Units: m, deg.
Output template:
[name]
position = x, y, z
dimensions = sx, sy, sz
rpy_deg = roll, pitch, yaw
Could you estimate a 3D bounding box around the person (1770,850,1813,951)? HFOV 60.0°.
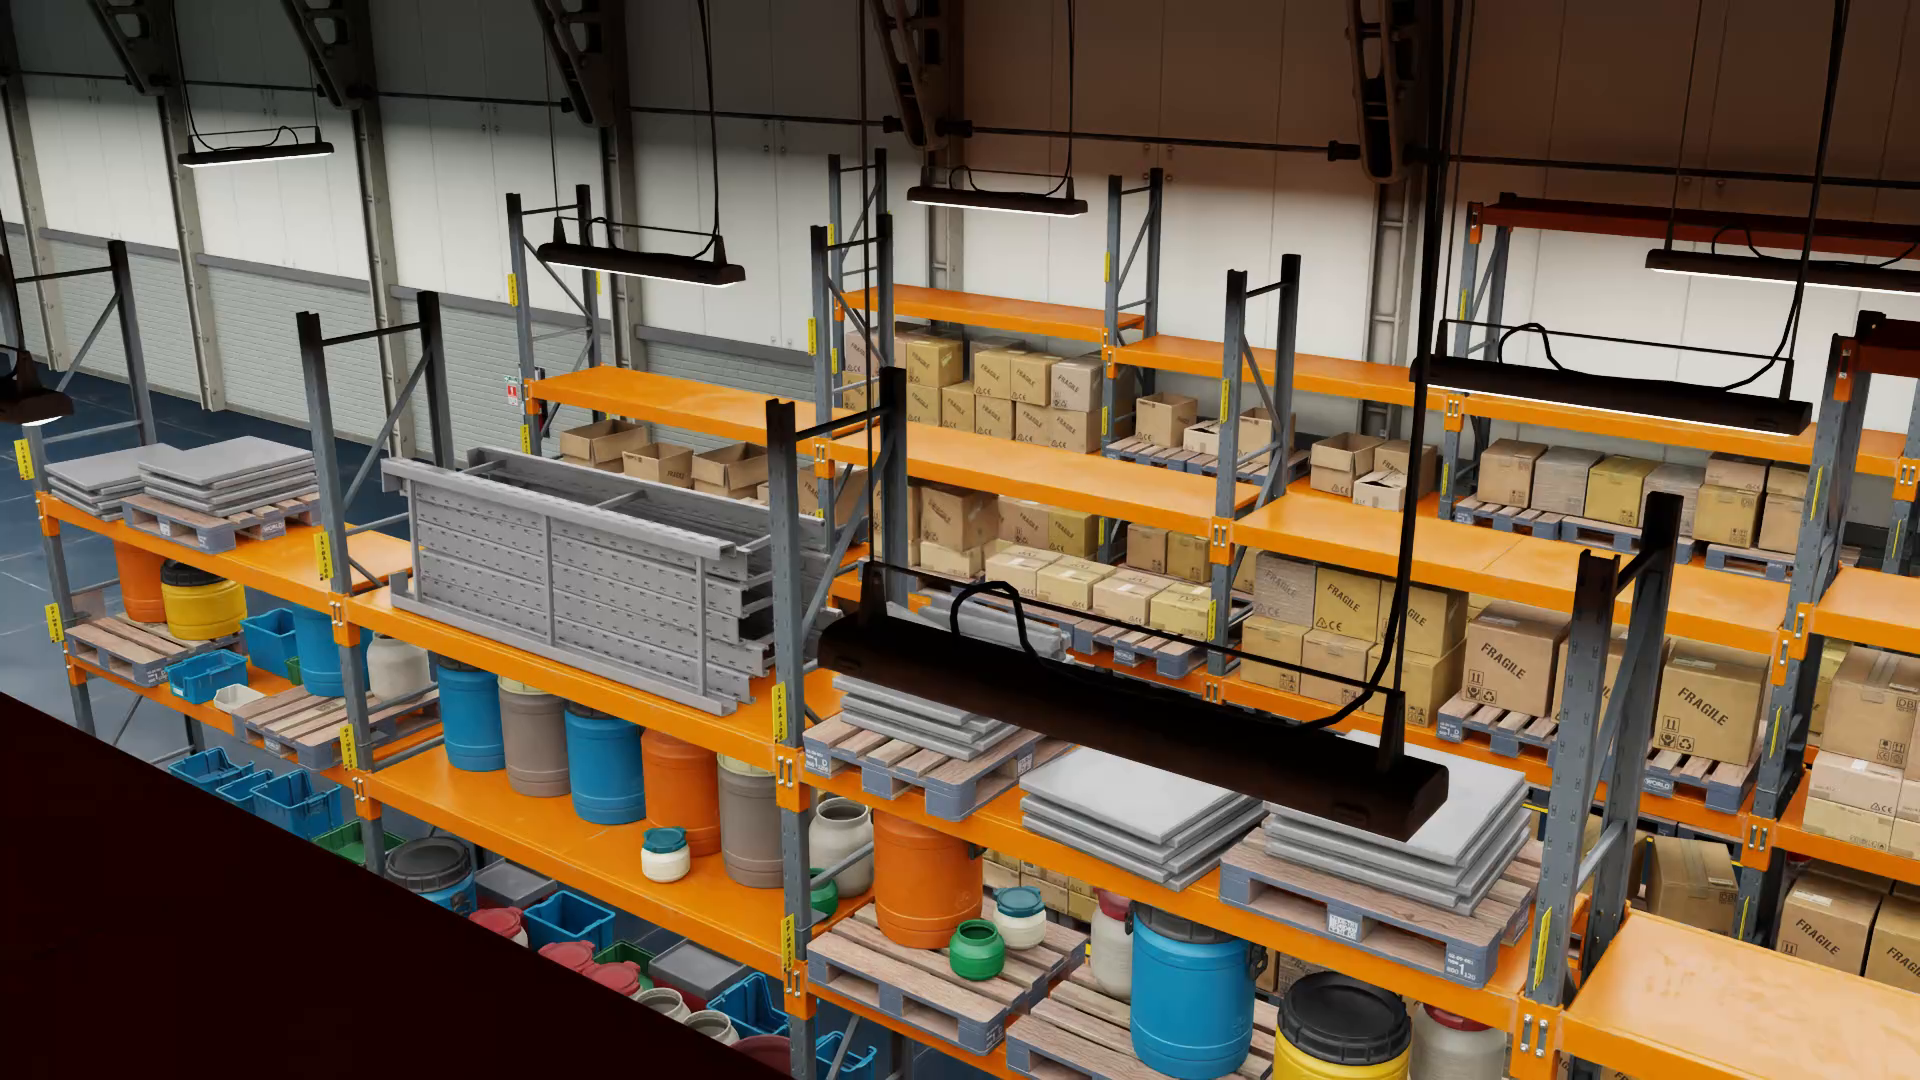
[person]
position = 7.004, 2.757, 14.171
dimensions = 0.573, 1.726, 0.516
rpy_deg = -5, 19, -15
